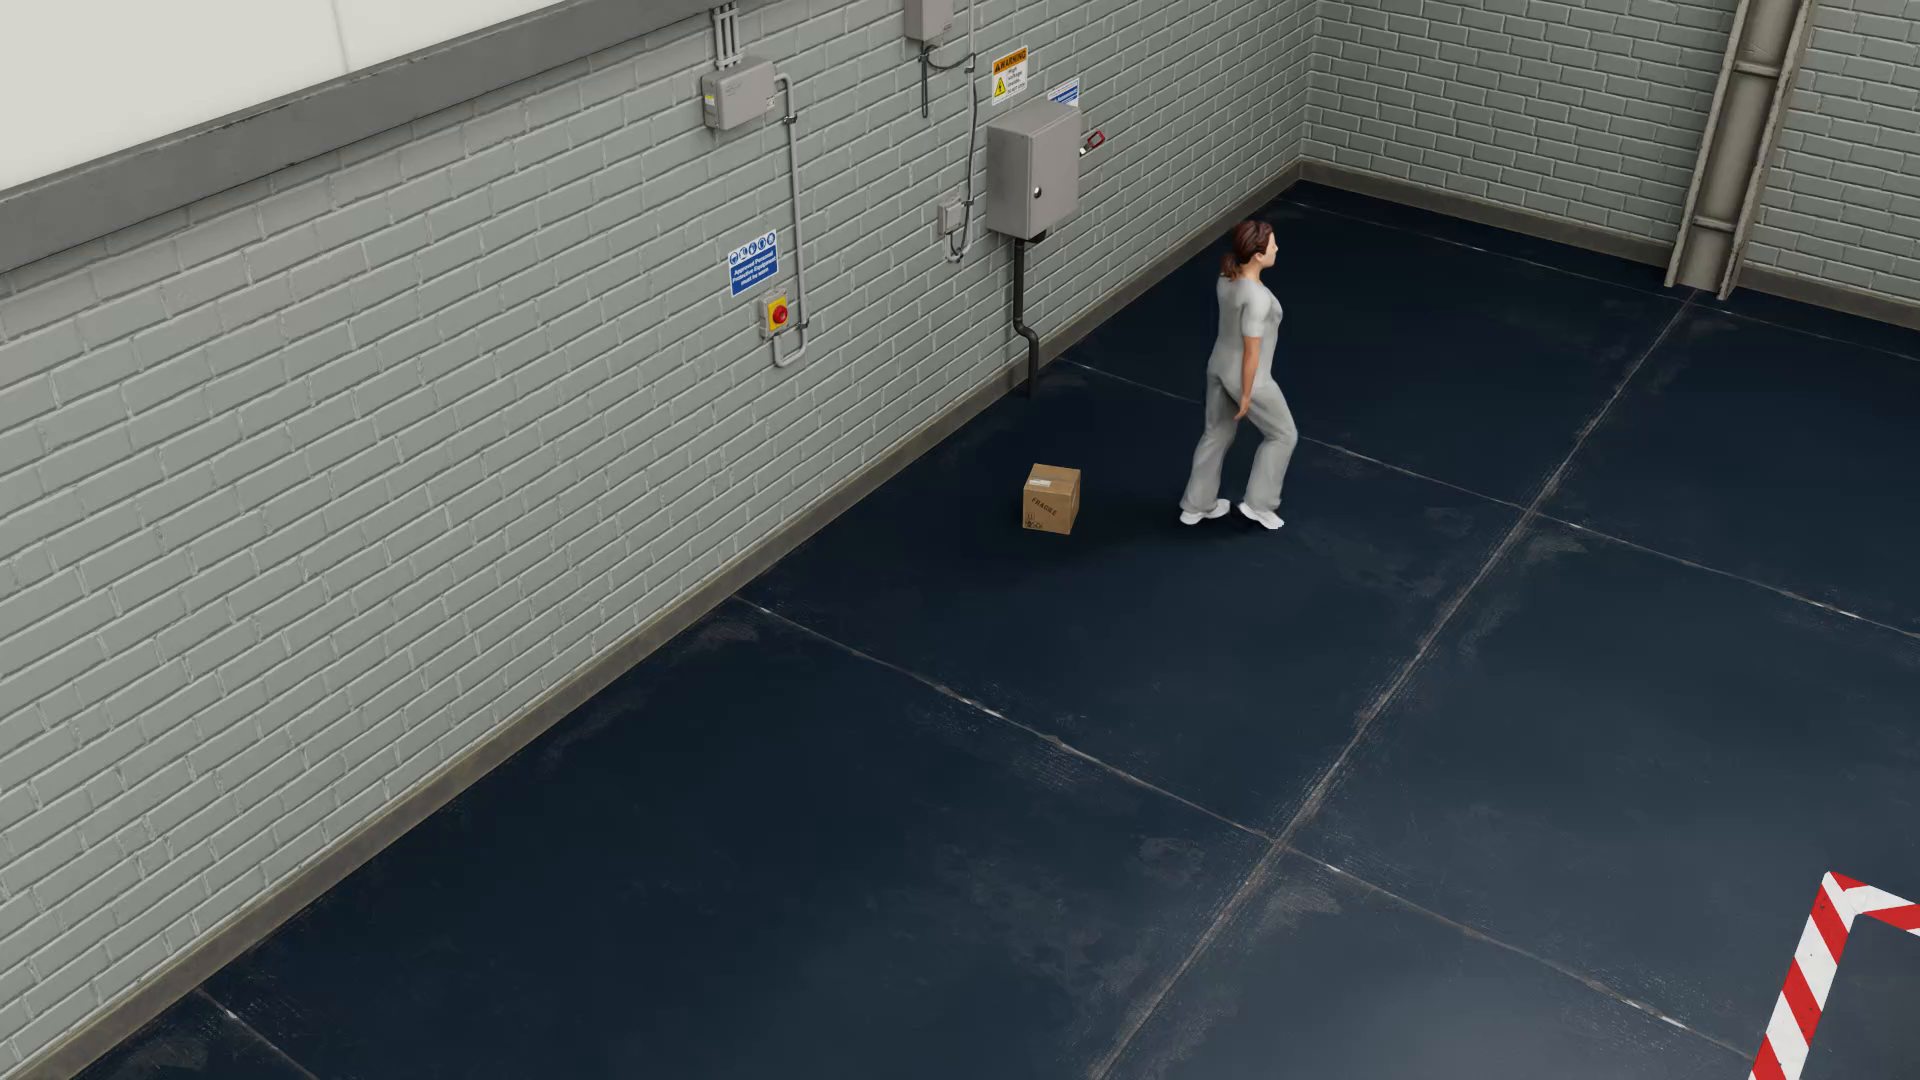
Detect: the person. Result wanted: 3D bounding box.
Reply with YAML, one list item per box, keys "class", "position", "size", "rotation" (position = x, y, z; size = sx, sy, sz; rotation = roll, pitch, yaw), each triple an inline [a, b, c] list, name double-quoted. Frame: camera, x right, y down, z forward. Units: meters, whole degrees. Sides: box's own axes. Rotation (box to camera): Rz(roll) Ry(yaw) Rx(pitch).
- class: "person"
  position: [1.408, -0.789, 8.300]
  size: [0.546, 1.722, 0.455]
  rotation: [-13, 37, -17]
